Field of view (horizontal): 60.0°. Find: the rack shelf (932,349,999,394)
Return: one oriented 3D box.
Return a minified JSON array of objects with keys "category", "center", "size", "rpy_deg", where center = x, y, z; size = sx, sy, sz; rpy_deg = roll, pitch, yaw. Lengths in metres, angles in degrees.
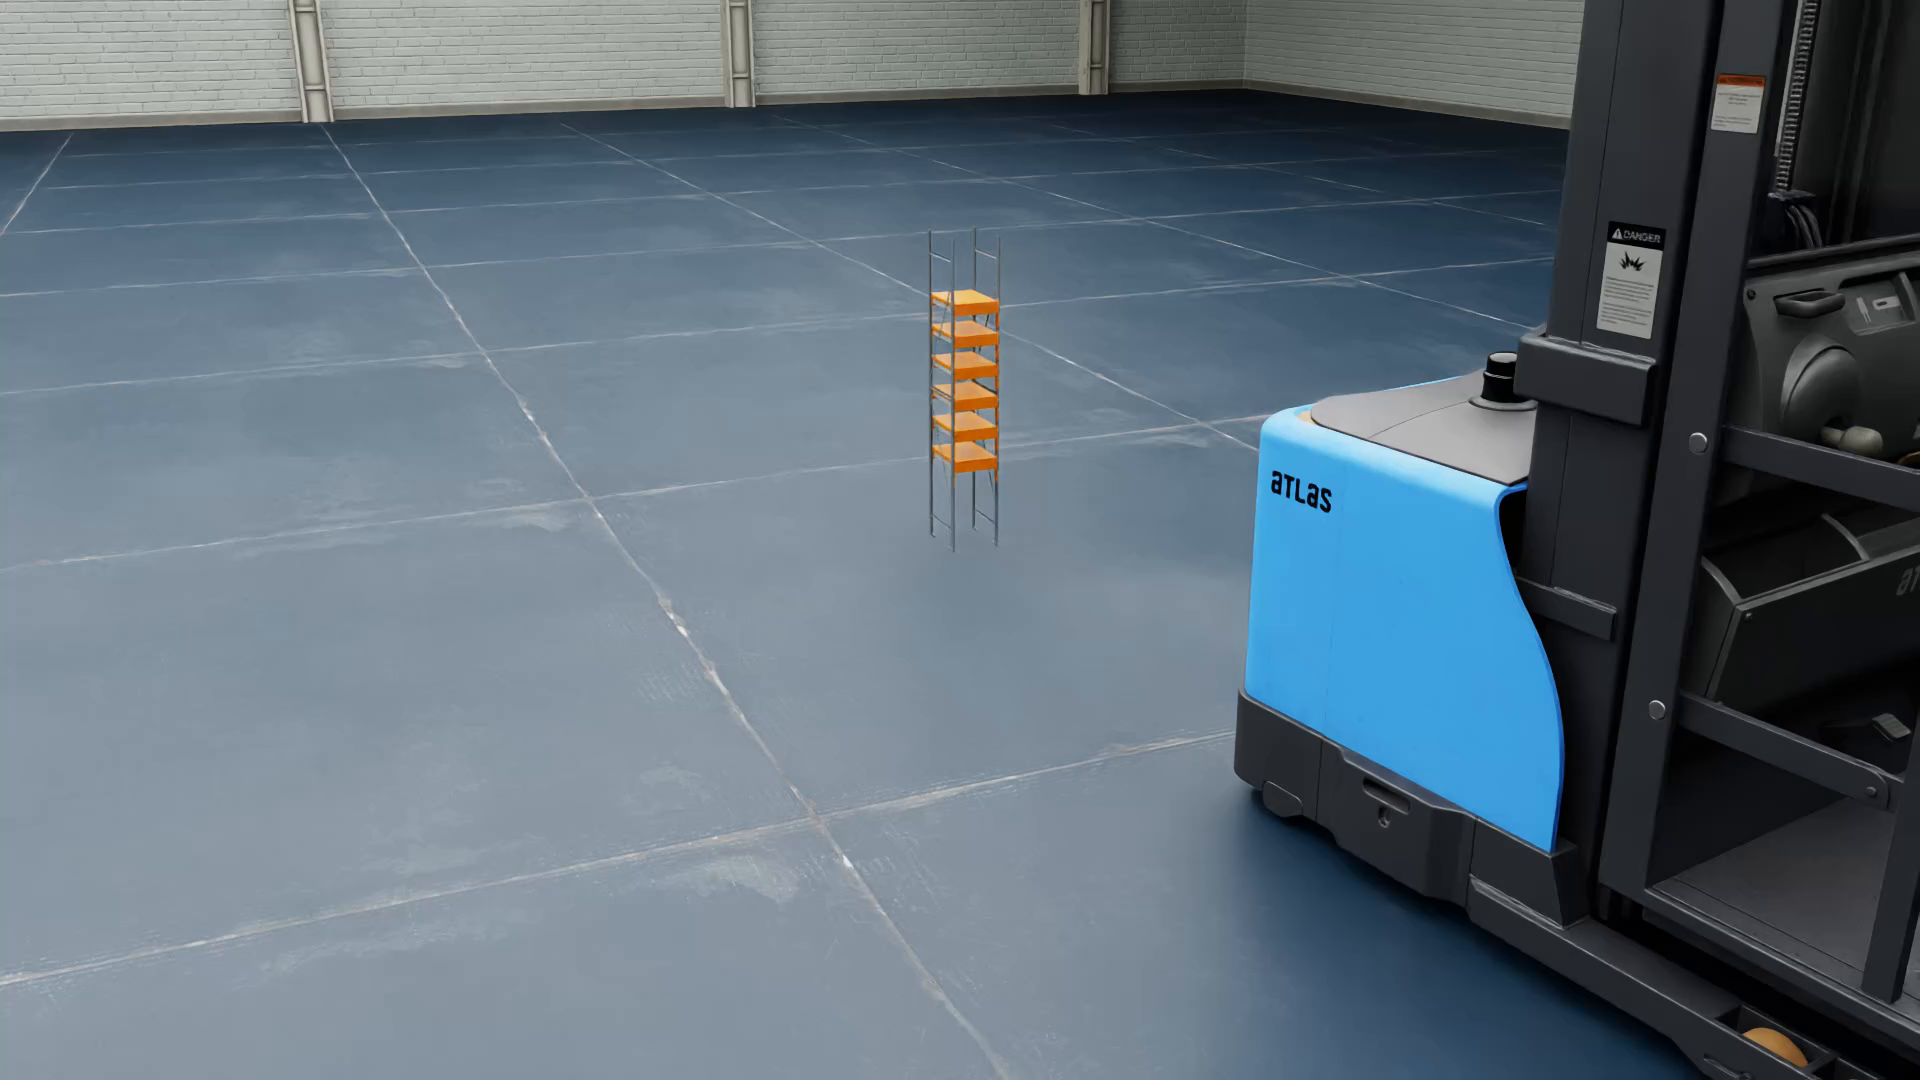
[{"category":"rack shelf","center":[0.013,-0.639,6.303],"size":[0.180,0.103,0.258],"rpy_deg":[-8,21,-22]}]

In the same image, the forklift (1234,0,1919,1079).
[{"category":"forklift","center":[1.965,-0.369,3.156],"size":[1.130,2.935,3.031],"rpy_deg":[-12,23,-31]}]

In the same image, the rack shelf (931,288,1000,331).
[{"category":"rack shelf","center":[0.013,-0.866,6.223],"size":[0.180,0.103,0.258],"rpy_deg":[-8,21,-22]}]

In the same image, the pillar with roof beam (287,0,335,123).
[{"category":"pillar with roof beam","center":[-7.123,-8.694,17.663],"size":[0.400,9.000,9.100],"rpy_deg":[-8,21,-22]}]

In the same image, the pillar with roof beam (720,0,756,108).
[{"category":"pillar with roof beam","center":[-1.614,-9.483,19.905],"size":[0.400,9.000,9.100],"rpy_deg":[-8,21,-22]}]

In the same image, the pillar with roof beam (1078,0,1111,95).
[{"category":"pillar with roof beam","center":[3.895,-10.272,22.146],"size":[0.400,9.000,9.100],"rpy_deg":[-8,21,-22]}]

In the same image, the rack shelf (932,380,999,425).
[{"category":"rack shelf","center":[0.013,-0.526,6.343],"size":[0.180,0.103,0.258],"rpy_deg":[-8,21,-22]}]

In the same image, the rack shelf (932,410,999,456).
[{"category":"rack shelf","center":[0.013,-0.413,6.383],"size":[0.180,0.103,0.258],"rpy_deg":[-8,21,-22]}]

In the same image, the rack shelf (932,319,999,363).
[{"category":"rack shelf","center":[0.013,-0.752,6.263],"size":[0.180,0.103,0.258],"rpy_deg":[-8,21,-22]}]

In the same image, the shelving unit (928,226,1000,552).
[{"category":"shelving unit","center":[0.013,-0.568,6.328],"size":[0.189,1.200,0.258],"rpy_deg":[-8,21,-22]}]

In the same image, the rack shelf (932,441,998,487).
[{"category":"rack shelf","center":[0.013,-0.300,6.423],"size":[0.180,0.103,0.258],"rpy_deg":[-8,21,-22]}]

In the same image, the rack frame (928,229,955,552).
[{"category":"rack frame","center":[-0.071,-0.556,6.294],"size":[0.006,1.200,0.240],"rpy_deg":[-8,21,-22]}]

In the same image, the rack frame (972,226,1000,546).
[{"category":"rack frame","center":[0.097,-0.580,6.362],"size":[0.006,1.200,0.240],"rpy_deg":[-8,21,-22]}]
